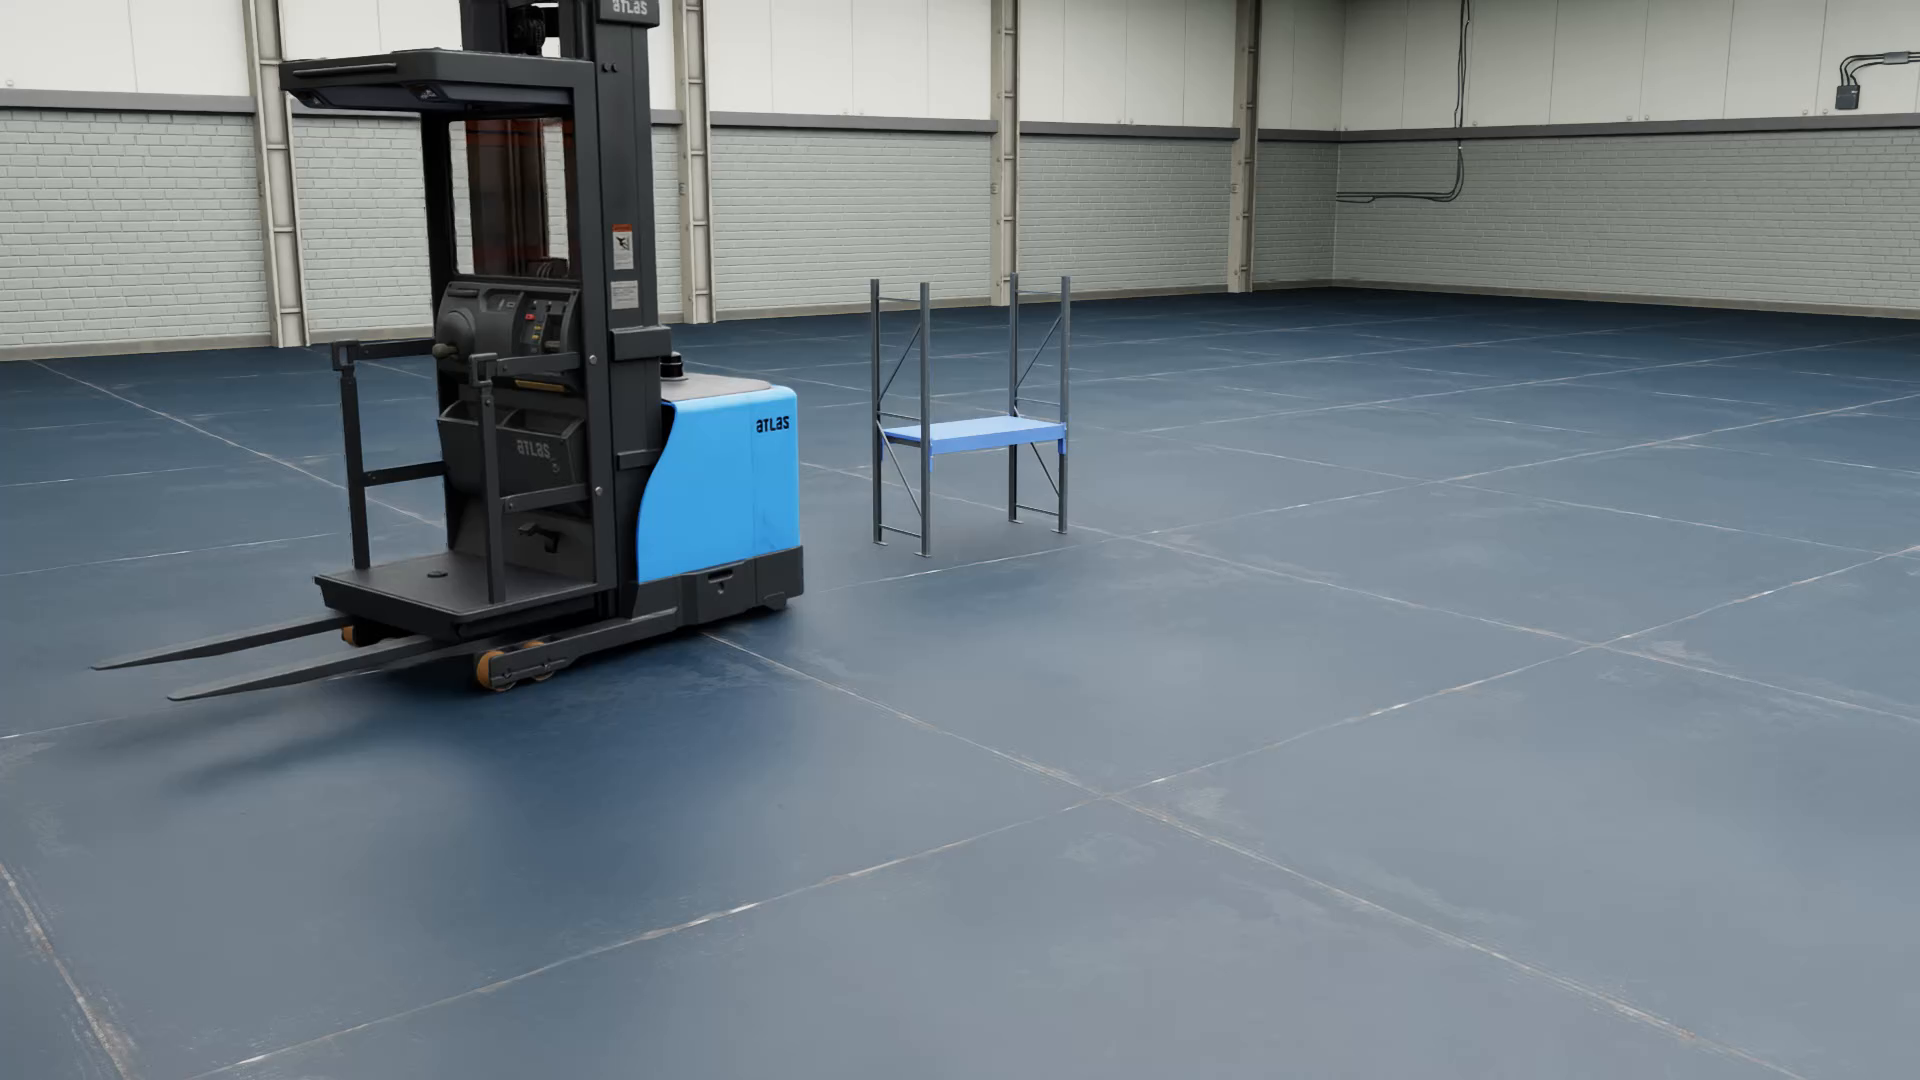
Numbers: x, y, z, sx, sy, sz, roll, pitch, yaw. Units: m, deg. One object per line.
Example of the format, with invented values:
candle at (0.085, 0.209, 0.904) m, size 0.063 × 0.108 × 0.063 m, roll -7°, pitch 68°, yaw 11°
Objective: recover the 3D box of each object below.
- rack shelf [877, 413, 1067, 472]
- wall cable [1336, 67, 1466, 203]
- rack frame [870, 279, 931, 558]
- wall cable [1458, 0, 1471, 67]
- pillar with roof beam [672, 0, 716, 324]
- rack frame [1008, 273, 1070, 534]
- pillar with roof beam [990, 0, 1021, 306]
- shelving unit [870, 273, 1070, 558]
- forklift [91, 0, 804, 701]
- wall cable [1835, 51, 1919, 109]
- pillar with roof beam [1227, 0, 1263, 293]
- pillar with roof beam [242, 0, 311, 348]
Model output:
rack shelf at (0.067, -0.569, 9.562) m, size 1.000 × 0.185 × 0.538 m, roll -9°, pitch 15°, yaw -38°
wall cable at (8.573, -7.886, 32.576) m, size 0.112 × 2.526 × 3.097 m, roll -9°, pitch 15°, yaw -38°
rack frame at (-0.330, -0.679, 9.214) m, size 0.032 × 1.500 × 0.500 m, roll -9°, pitch 15°, yaw -38°
wall cable at (10.263, -9.917, 29.985) m, size 0.112 × 2.526 × 3.097 m, roll -9°, pitch 15°, yaw -38°
pillar with roof beam at (-1.235, -6.981, 20.842) m, size 0.400 × 9.000 × 9.100 m, roll -9°, pitch 15°, yaw -38°
rack frame at (0.464, -0.811, 9.836) m, size 0.032 × 1.500 × 0.500 m, roll -9°, pitch 15°, yaw -38°
pillar with roof beam at (3.451, -7.760, 24.508) m, size 0.400 × 9.000 × 9.100 m, roll -9°, pitch 15°, yaw -38°
shelving unit at (0.067, -0.745, 9.525) m, size 1.048 × 1.500 × 0.538 m, roll -9°, pitch 15°, yaw -38°
forklift at (-2.080, -0.936, 6.982) m, size 1.130 × 2.935 × 3.031 m, roll 10°, pitch 15°, yaw 38°
wall cable at (14.491, -9.526, 24.639) m, size 0.169 × 6.003 × 2.305 m, roll -9°, pitch 15°, yaw -38°
pillar with roof beam at (8.136, -8.538, 28.175) m, size 0.400 × 9.000 × 9.100 m, roll -9°, pitch 15°, yaw -38°
pillar with roof beam at (-5.920, -6.203, 17.175) m, size 0.400 × 9.000 × 9.100 m, roll -9°, pitch 15°, yaw -38°
